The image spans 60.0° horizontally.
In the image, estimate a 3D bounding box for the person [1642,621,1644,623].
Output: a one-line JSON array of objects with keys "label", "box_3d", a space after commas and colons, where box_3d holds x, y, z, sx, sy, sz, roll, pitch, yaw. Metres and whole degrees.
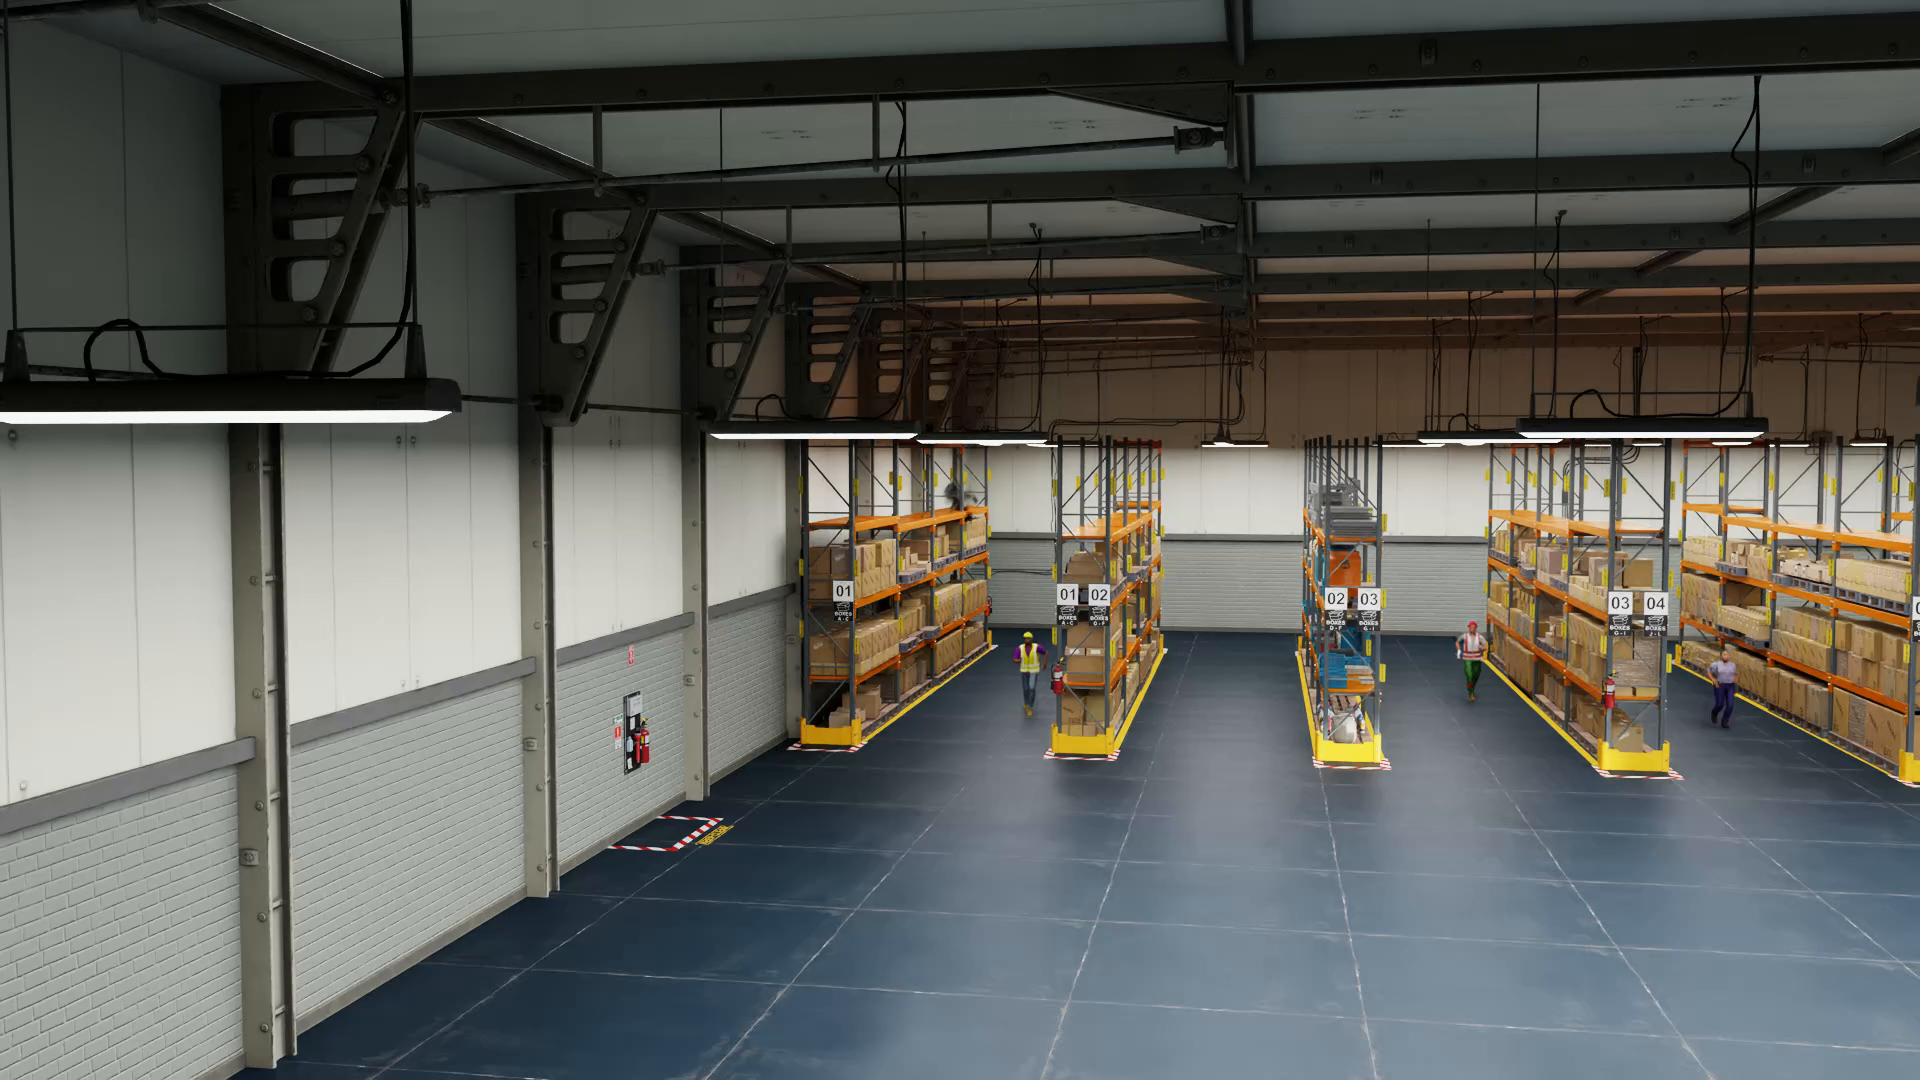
[{"label": "person", "box_3d": [17.632, 2.585, 42.404, 0.623, 1.718, 0.936, 1, 3, 13]}]

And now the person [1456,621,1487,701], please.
[{"label": "person", "box_3d": [11.715, 2.742, 38.028, 0.659, 1.772, 1.004, 0, 3, 4]}]

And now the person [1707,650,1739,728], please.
[{"label": "person", "box_3d": [15.768, 3.073, 34.299, 0.603, 1.587, 0.568, 0, 3, 4]}]

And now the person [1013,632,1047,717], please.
[{"label": "person", "box_3d": [1.522, 2.890, 36.079, 0.710, 1.811, 0.913, 1, 3, 15]}]
